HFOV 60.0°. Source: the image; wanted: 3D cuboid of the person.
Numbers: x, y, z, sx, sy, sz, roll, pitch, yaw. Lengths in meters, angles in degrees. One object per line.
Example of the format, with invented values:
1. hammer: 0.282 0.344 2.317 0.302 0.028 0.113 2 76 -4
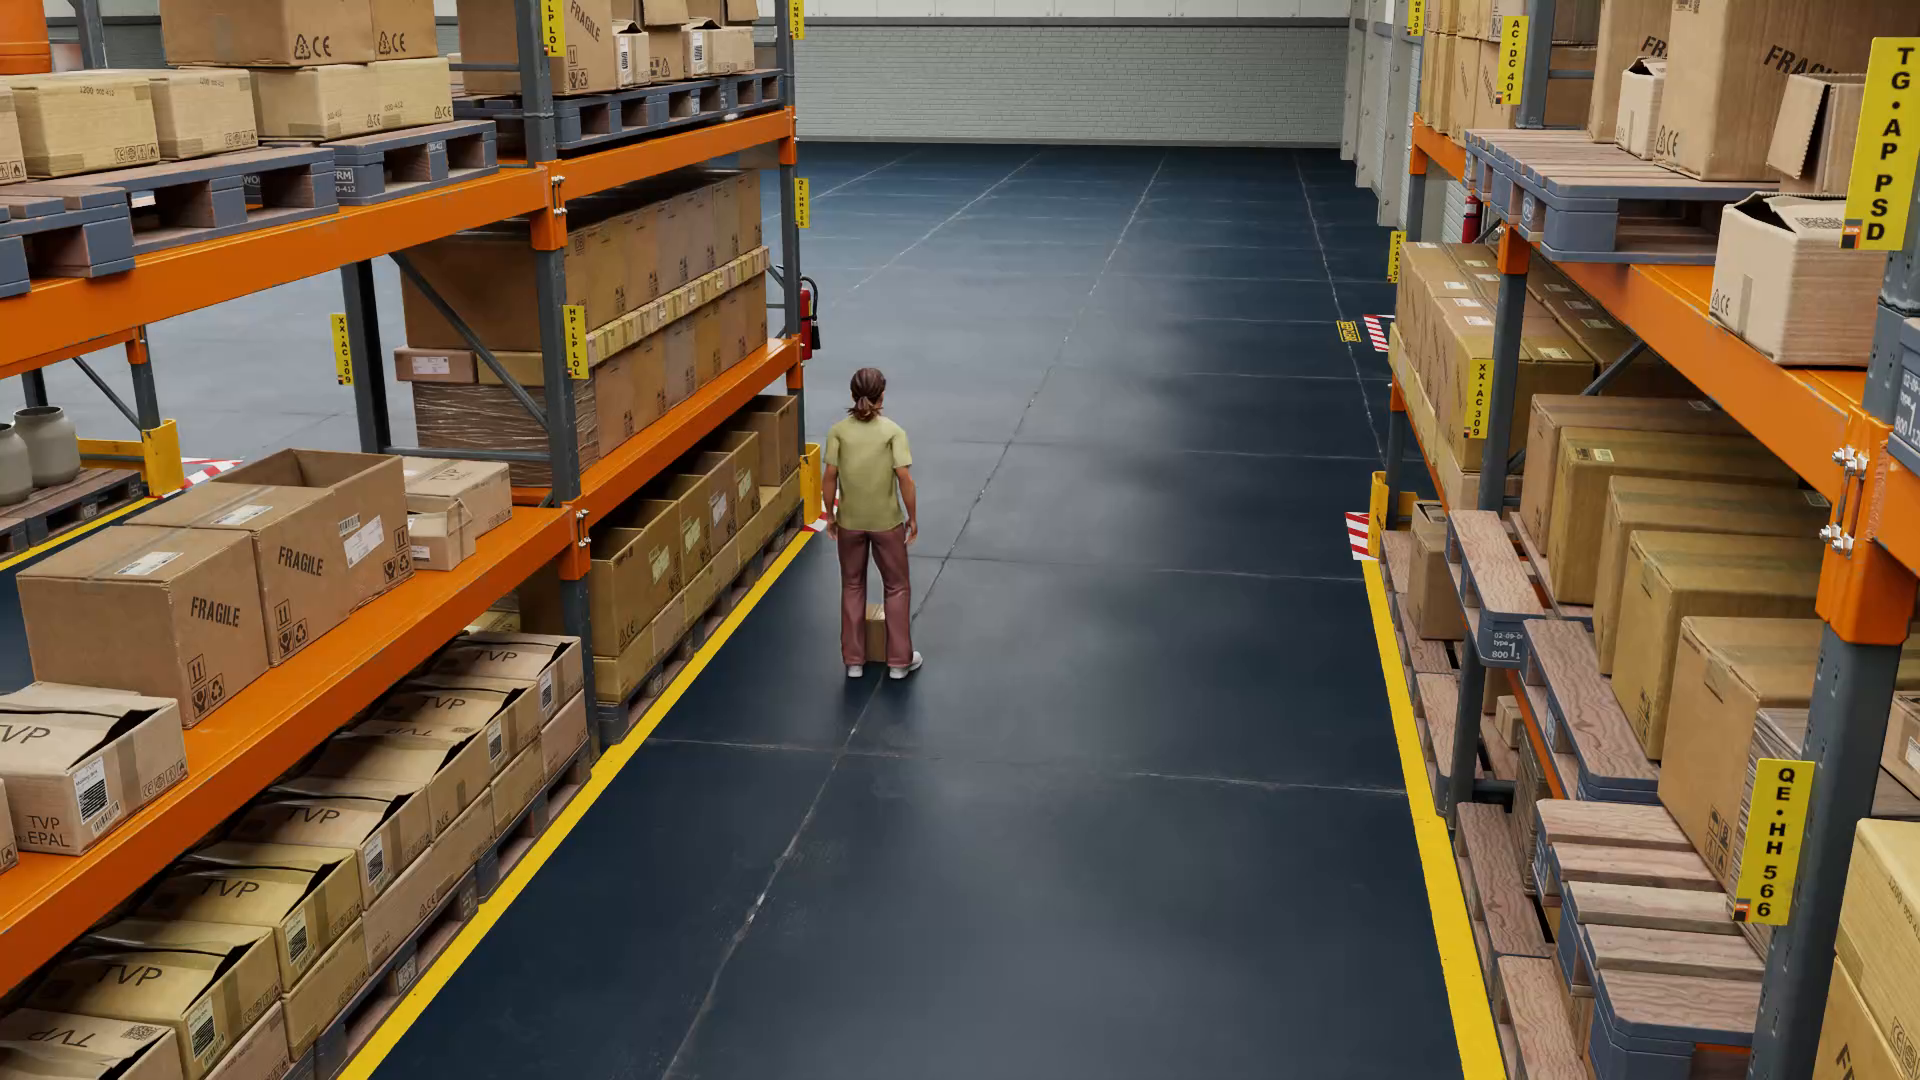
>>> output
1. person: -0.469 -0.082 8.810 0.496 1.672 0.361 2 18 7
